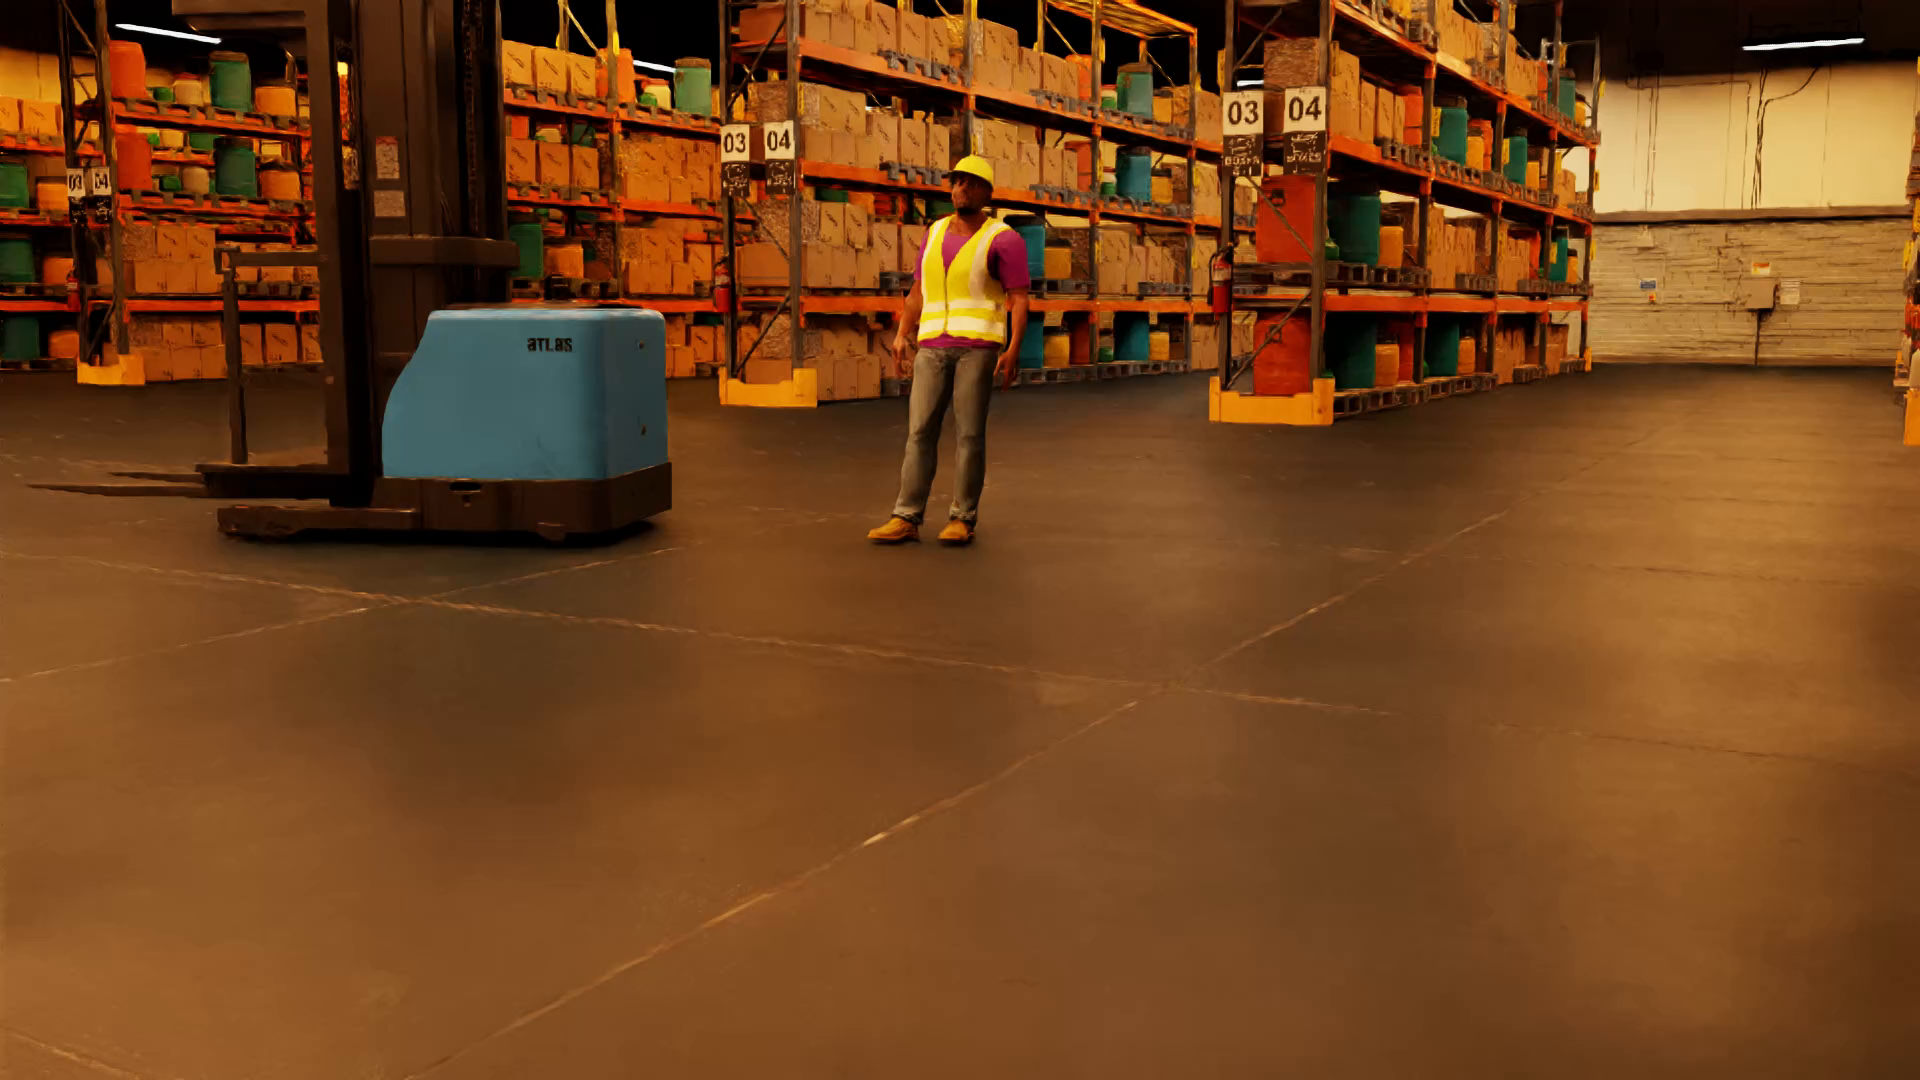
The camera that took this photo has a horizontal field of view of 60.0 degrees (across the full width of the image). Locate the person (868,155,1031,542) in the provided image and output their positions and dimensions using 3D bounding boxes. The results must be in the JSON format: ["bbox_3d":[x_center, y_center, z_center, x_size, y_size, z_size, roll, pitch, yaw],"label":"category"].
[{"bbox_3d":[-0.039,-0.874,7.634,0.665,1.766,0.576,4,9,29],"label":"person"}]

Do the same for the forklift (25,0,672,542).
[{"bbox_3d":[-3.025,-1.513,8.059,3.031,2.935,1.130,1,8,9],"label":"forklift"}]
